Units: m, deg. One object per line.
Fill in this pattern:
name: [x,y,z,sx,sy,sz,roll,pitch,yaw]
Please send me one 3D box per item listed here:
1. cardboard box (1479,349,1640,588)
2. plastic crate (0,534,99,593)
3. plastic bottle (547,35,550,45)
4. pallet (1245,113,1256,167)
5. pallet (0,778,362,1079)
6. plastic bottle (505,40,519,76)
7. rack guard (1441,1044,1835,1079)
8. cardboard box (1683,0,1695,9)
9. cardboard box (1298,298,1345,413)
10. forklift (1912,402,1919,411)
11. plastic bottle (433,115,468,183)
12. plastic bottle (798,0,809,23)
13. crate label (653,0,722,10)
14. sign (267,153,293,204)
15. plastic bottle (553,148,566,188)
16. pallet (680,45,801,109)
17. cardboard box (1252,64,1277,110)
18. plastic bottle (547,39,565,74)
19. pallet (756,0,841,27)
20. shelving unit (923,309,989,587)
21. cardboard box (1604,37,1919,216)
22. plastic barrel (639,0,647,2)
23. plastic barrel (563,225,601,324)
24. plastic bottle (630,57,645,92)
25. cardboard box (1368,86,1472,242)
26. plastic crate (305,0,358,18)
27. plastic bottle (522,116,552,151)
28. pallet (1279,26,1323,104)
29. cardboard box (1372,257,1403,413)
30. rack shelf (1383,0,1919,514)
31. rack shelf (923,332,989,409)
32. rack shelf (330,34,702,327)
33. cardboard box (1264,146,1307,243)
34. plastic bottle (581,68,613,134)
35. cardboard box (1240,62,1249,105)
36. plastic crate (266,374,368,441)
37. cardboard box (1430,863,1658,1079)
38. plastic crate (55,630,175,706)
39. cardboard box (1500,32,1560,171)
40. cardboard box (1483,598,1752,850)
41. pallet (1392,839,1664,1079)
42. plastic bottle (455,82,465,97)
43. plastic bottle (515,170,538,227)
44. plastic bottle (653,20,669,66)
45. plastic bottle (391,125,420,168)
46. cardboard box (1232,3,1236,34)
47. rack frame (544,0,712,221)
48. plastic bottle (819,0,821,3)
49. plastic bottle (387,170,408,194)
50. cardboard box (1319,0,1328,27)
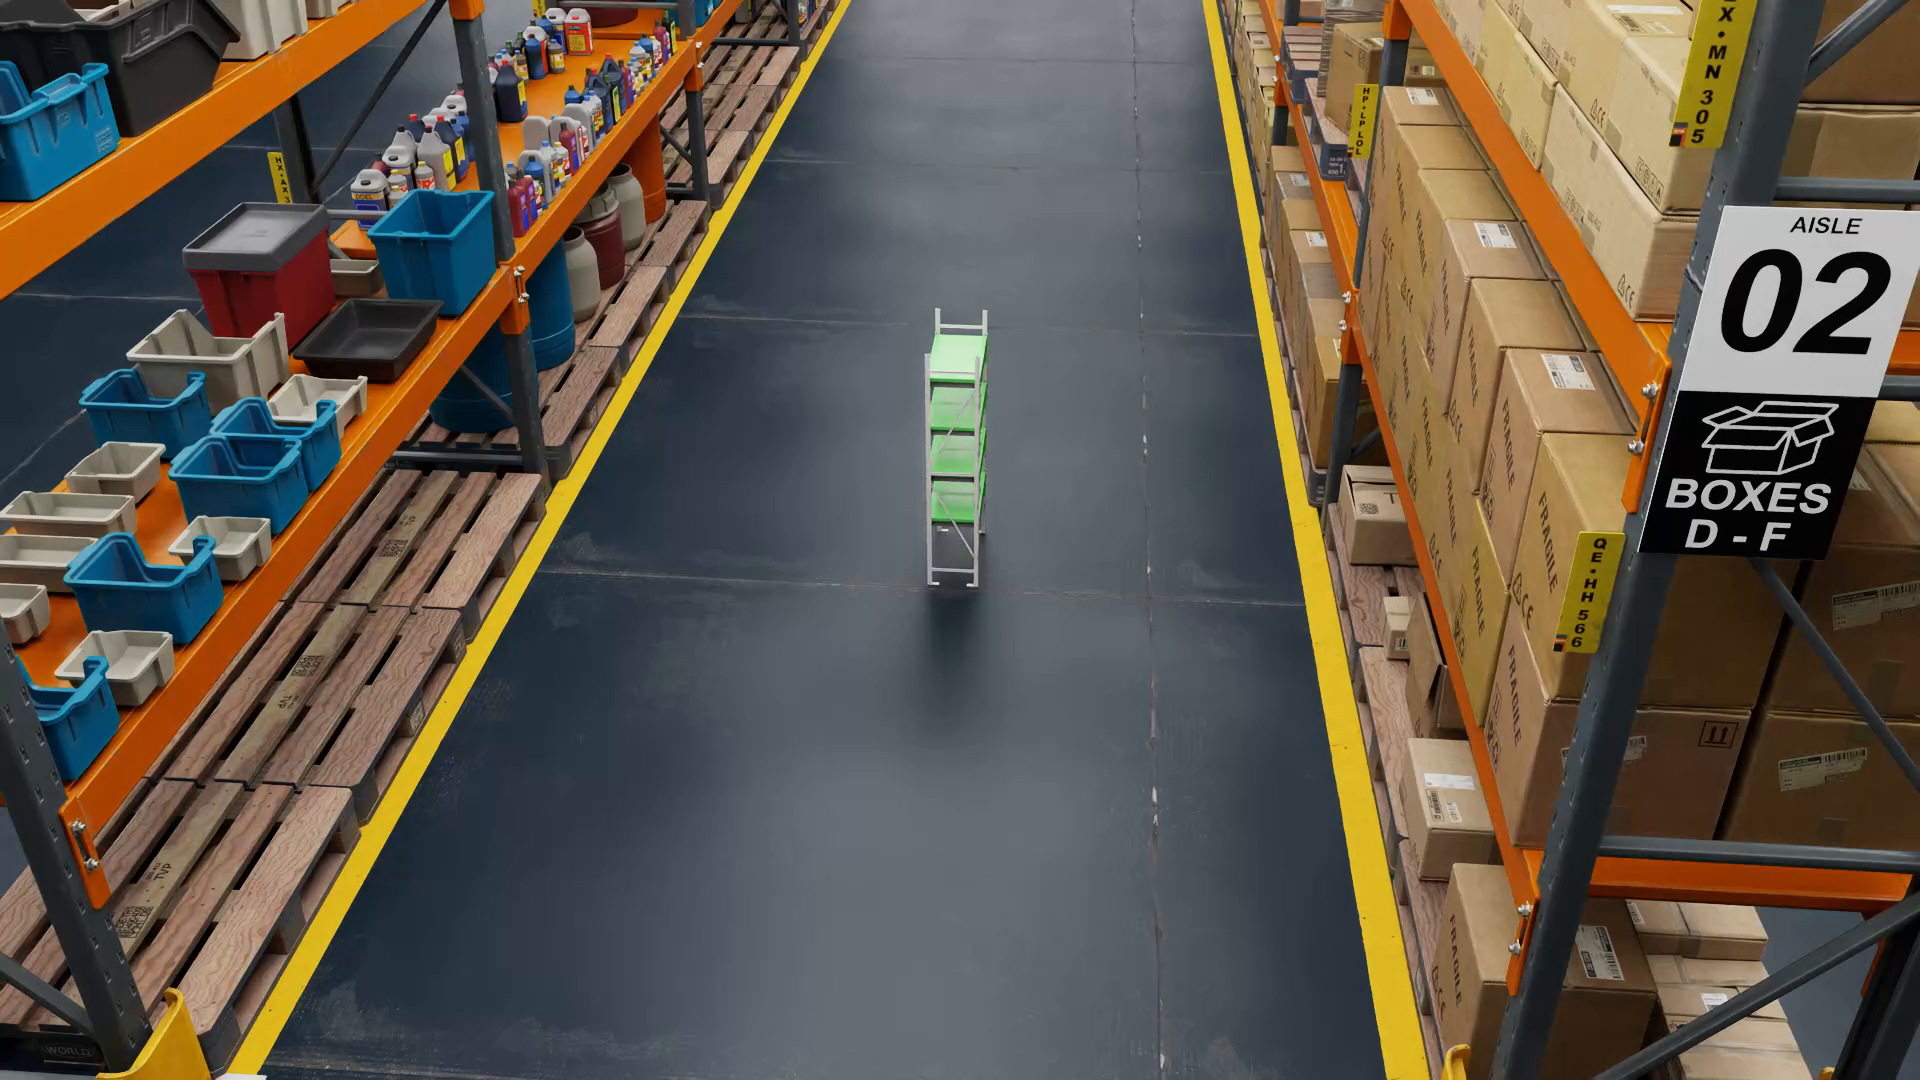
cardboard box: [1.785,-0.193,4.655,0.500,0.500,0.500,3,32,5]
plastic crate: [-3.030,0.072,5.468,0.396,0.136,0.243,2,32,4]
plastic bottle: [-2.705,-3.205,10.781,0.097,0.201,0.097,0,32,0]
pallet: [2.841,-3.277,13.366,1.003,0.211,1.213,2,32,4]
pallet: [-2.849,1.328,5.894,1.003,0.211,1.213,2,32,4]
plastic bottle: [-2.773,-2.920,10.240,0.061,0.283,0.133,2,32,4]
rack guard: [1.988,1.808,4.839,1.175,0.500,0.348,2,32,4]
cardboard box: [2.133,-1.488,3.899,0.700,0.500,0.500,2,32,4]
cardboard box: [2.111,-0.959,8.910,0.500,0.500,0.500,3,32,4]
forklift: [5.350,-1.046,7.154,3.031,2.935,1.130,-12,34,-19]
plastic bottle: [-2.721,-2.085,8.821,0.144,0.351,0.185,2,32,4]
plastic bottle: [-1.515,-5.050,15.762,0.152,0.276,0.135,4,32,6]
crate label: [-1.953,-4.136,12.068,0.502,0.435,0.616,2,32,4]
sign: [-3.177,-1.663,7.826,0.100,0.325,0.005,2,32,4]
plastic bottle: [-2.137,-1.964,8.767,0.097,0.201,0.097,0,32,0]
pallet: [-2.003,-4.105,14.710,1.003,0.211,1.213,2,32,4]
cardboard box: [2.510,-3.466,12.702,0.500,0.311,0.500,2,32,4]
plastic bottle: [-2.572,-3.078,10.575,0.097,0.201,0.097,0,32,0]
pallet: [-1.784,-5.506,16.984,1.003,0.211,1.213,2,32,4]
shelving unit: [-0.013,-0.424,7.795,0.258,1.200,0.503,2,32,4]
cardboard box: [1.770,-0.921,3.693,0.500,0.250,0.500,2,32,4]
plastic barrel: [-2.432,-4.207,12.111,0.421,0.512,0.421,0,32,0]
plastic barrel: [-2.375,-1.586,9.936,0.421,0.512,0.421,0,32,0]
plastic bottle: [-1.997,-2.864,10.227,0.097,0.201,0.097,0,32,0]
cardboard box: [1.989,-1.541,6.844,0.500,0.500,0.500,3,32,5]
plastic crate: [-2.353,-2.004,6.036,0.293,0.136,0.466,2,32,4]
plastic bottle: [-2.288,-2.185,9.054,0.152,0.276,0.135,2,32,4]
pallet: [2.648,-2.960,10.377,1.213,0.211,1.003,2,32,4]
cardboard box: [1.956,-0.827,6.638,0.500,0.500,0.500,3,32,5]
rack shelf: [2.145,-1.232,5.217,1.077,0.370,4.000,2,32,4]
rack shelf: [-0.014,-0.778,7.576,0.258,0.148,0.480,2,32,4]
rack shelf: [-2.466,-2.261,9.745,1.077,0.370,4.000,2,32,4]
cardboard box: [2.312,-2.296,11.081,0.500,0.500,0.500,4,32,6]
plastic bottle: [-2.084,-2.516,9.521,0.144,0.351,0.185,2,32,4]
cardboard box: [2.597,-3.760,13.713,0.500,0.250,0.500,2,32,2]
plastic crate: [-2.471,-0.511,6.414,0.293,0.136,0.466,2,32,4]
cardboard box: [1.781,1.366,5.137,0.500,0.500,0.500,2,32,4]
plastic crate: [-2.498,0.378,4.972,0.250,0.136,0.298,2,32,4]
cardboard box: [1.841,-1.232,4.674,0.500,0.250,0.500,2,32,4]
cardboard box: [1.747,0.496,4.491,0.500,0.500,0.500,3,32,5]
pallet: [2.052,1.515,5.591,1.003,0.211,1.213,2,32,4]
plastic bottle: [-2.845,-2.461,9.495,0.061,0.283,0.133,2,32,4]
plastic bottle: [-2.163,-1.715,8.284,0.061,0.283,0.133,2,32,4]
plastic bottle: [-1.930,-3.213,10.715,0.061,0.283,0.133,2,32,4]
plastic bottle: [-2.880,-1.995,8.675,0.144,0.351,0.185,2,32,4]
cardboard box: [2.779,-4.751,15.320,0.500,0.250,0.500,2,32,4]
rack frame: [-2.303,-3.613,11.253,1.000,3.000,0.127,2,32,4]
plastic bottle: [-1.448,-5.489,16.404,0.144,0.351,0.185,2,32,4]
plastic bottle: [-2.865,-1.785,8.477,0.097,0.201,0.097,0,32,0]
cardboard box: [2.707,-3.550,11.236,0.500,0.311,0.500,4,32,7]
